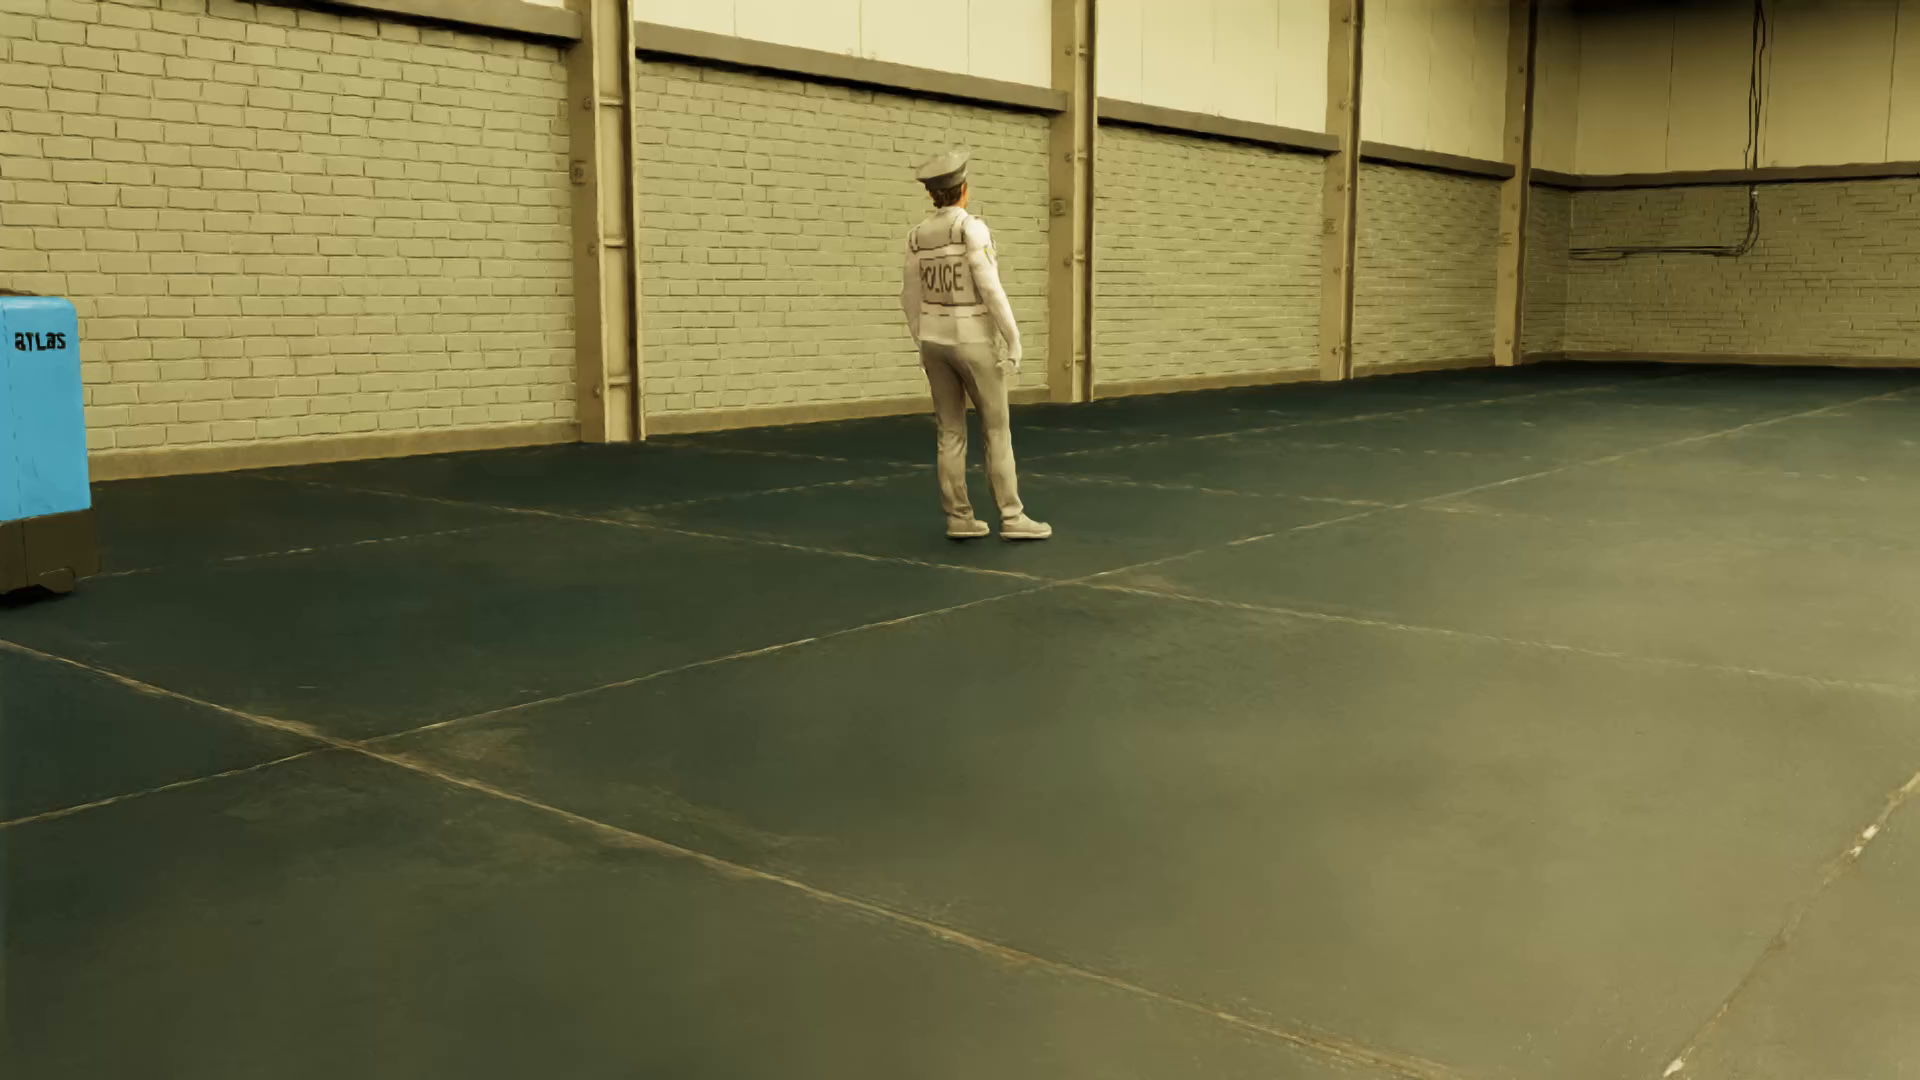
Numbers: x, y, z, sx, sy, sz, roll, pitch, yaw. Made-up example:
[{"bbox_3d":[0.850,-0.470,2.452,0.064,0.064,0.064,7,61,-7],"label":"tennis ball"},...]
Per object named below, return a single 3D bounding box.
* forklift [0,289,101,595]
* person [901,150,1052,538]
[{"bbox_3d":[-4.111,-1.084,4.692,1.130,2.935,3.031,3,9,19],"label":"forklift"},{"bbox_3d":[0.048,-0.853,7.329,0.586,1.695,0.532,7,11,38],"label":"person"}]
